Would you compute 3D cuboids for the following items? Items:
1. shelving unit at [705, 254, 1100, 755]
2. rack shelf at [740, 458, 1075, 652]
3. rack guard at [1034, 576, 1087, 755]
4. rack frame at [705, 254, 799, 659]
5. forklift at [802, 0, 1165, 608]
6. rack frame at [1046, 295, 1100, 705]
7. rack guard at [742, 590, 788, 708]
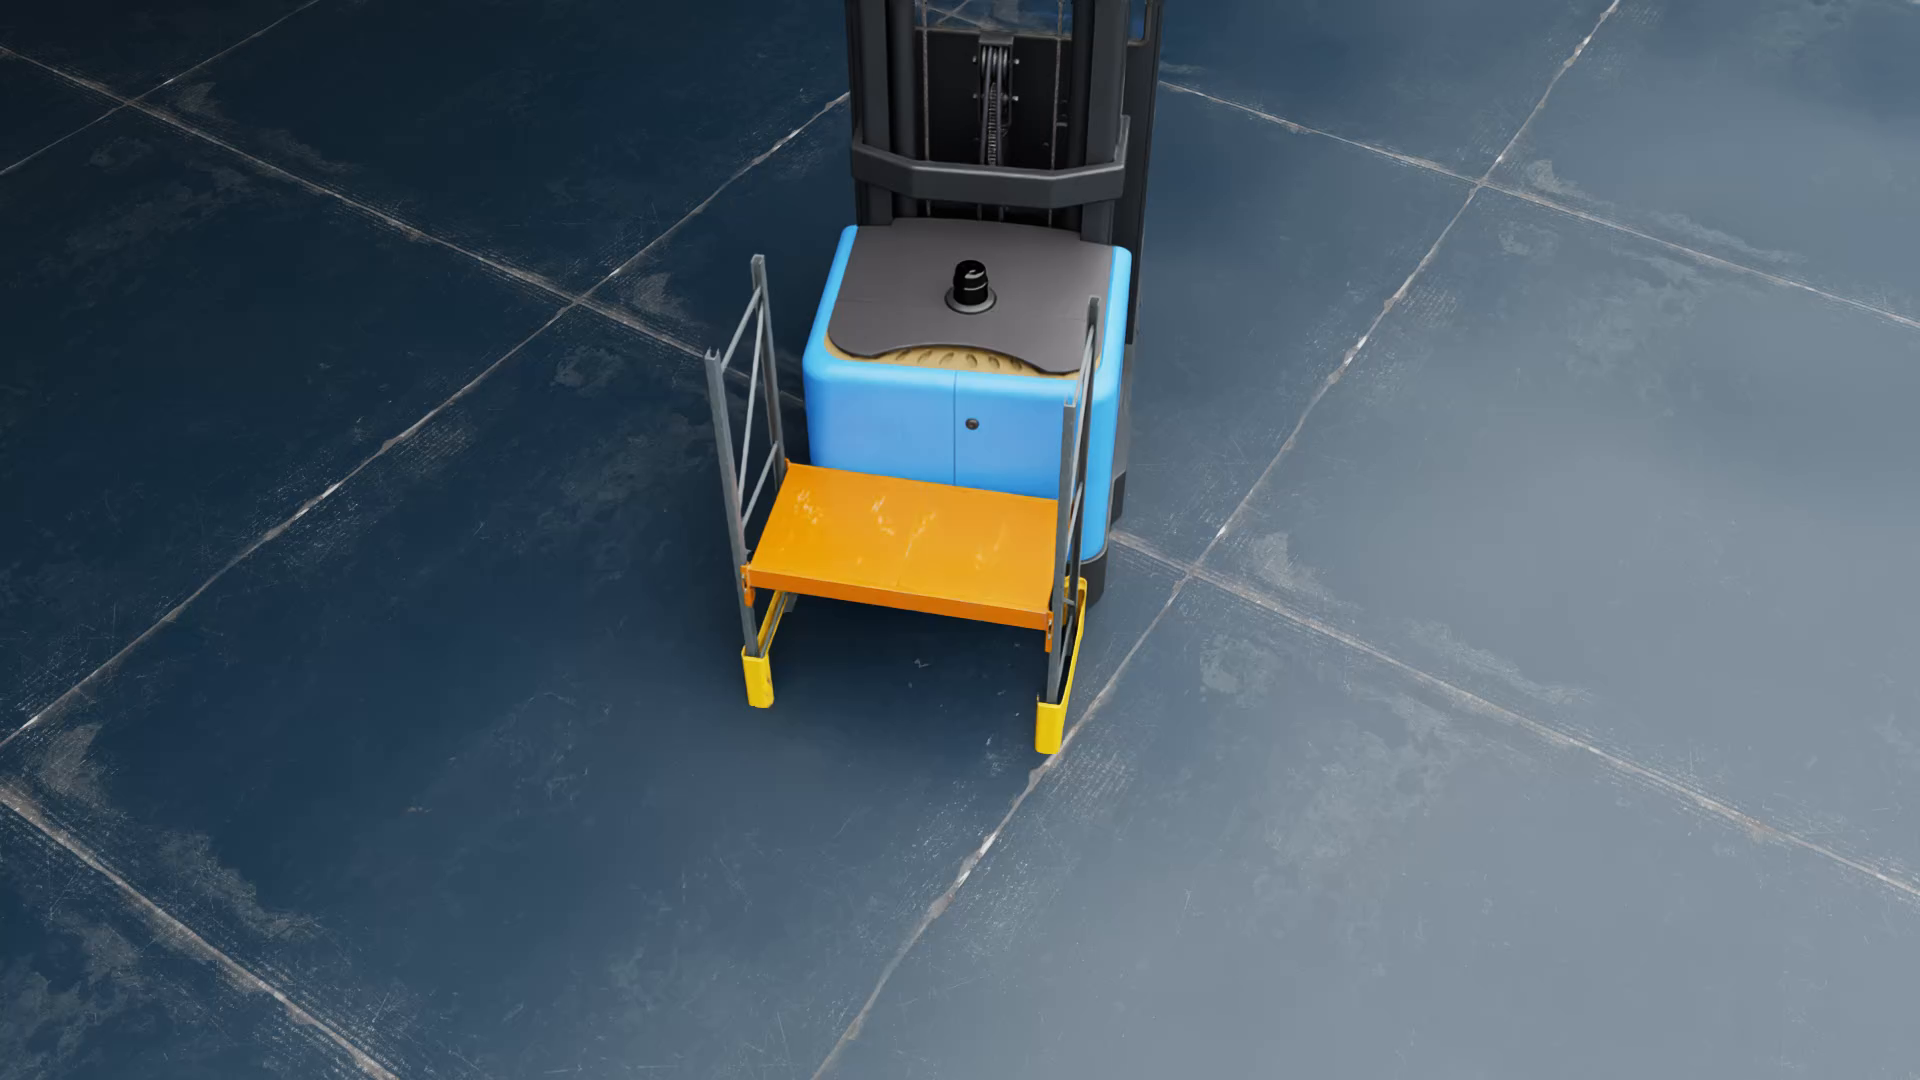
[{"bbox_3d":[-0.144,-0.085,5.287,1.083,1.500,0.587,8,46,8],"label":"shelving unit"},{"bbox_3d":[-0.153,0.039,5.417,1.000,0.185,0.538,8,46,8],"label":"rack shelf"},{"bbox_3d":[0.344,0.421,5.667,0.087,0.250,0.587,8,46,8],"label":"rack guard"},{"bbox_3d":[-0.651,-0.159,5.358,0.032,1.500,0.500,8,46,8],"label":"rack frame"},{"bbox_3d":[0.185,-1.840,5.994,1.130,2.935,3.031,6,46,5],"label":"forklift"},{"bbox_3d":[0.345,-0.014,5.218,0.032,1.500,0.500,8,46,8],"label":"rack frame"},{"bbox_3d":[-0.632,0.280,5.804,0.087,0.250,0.587,8,46,8],"label":"rack guard"}]
